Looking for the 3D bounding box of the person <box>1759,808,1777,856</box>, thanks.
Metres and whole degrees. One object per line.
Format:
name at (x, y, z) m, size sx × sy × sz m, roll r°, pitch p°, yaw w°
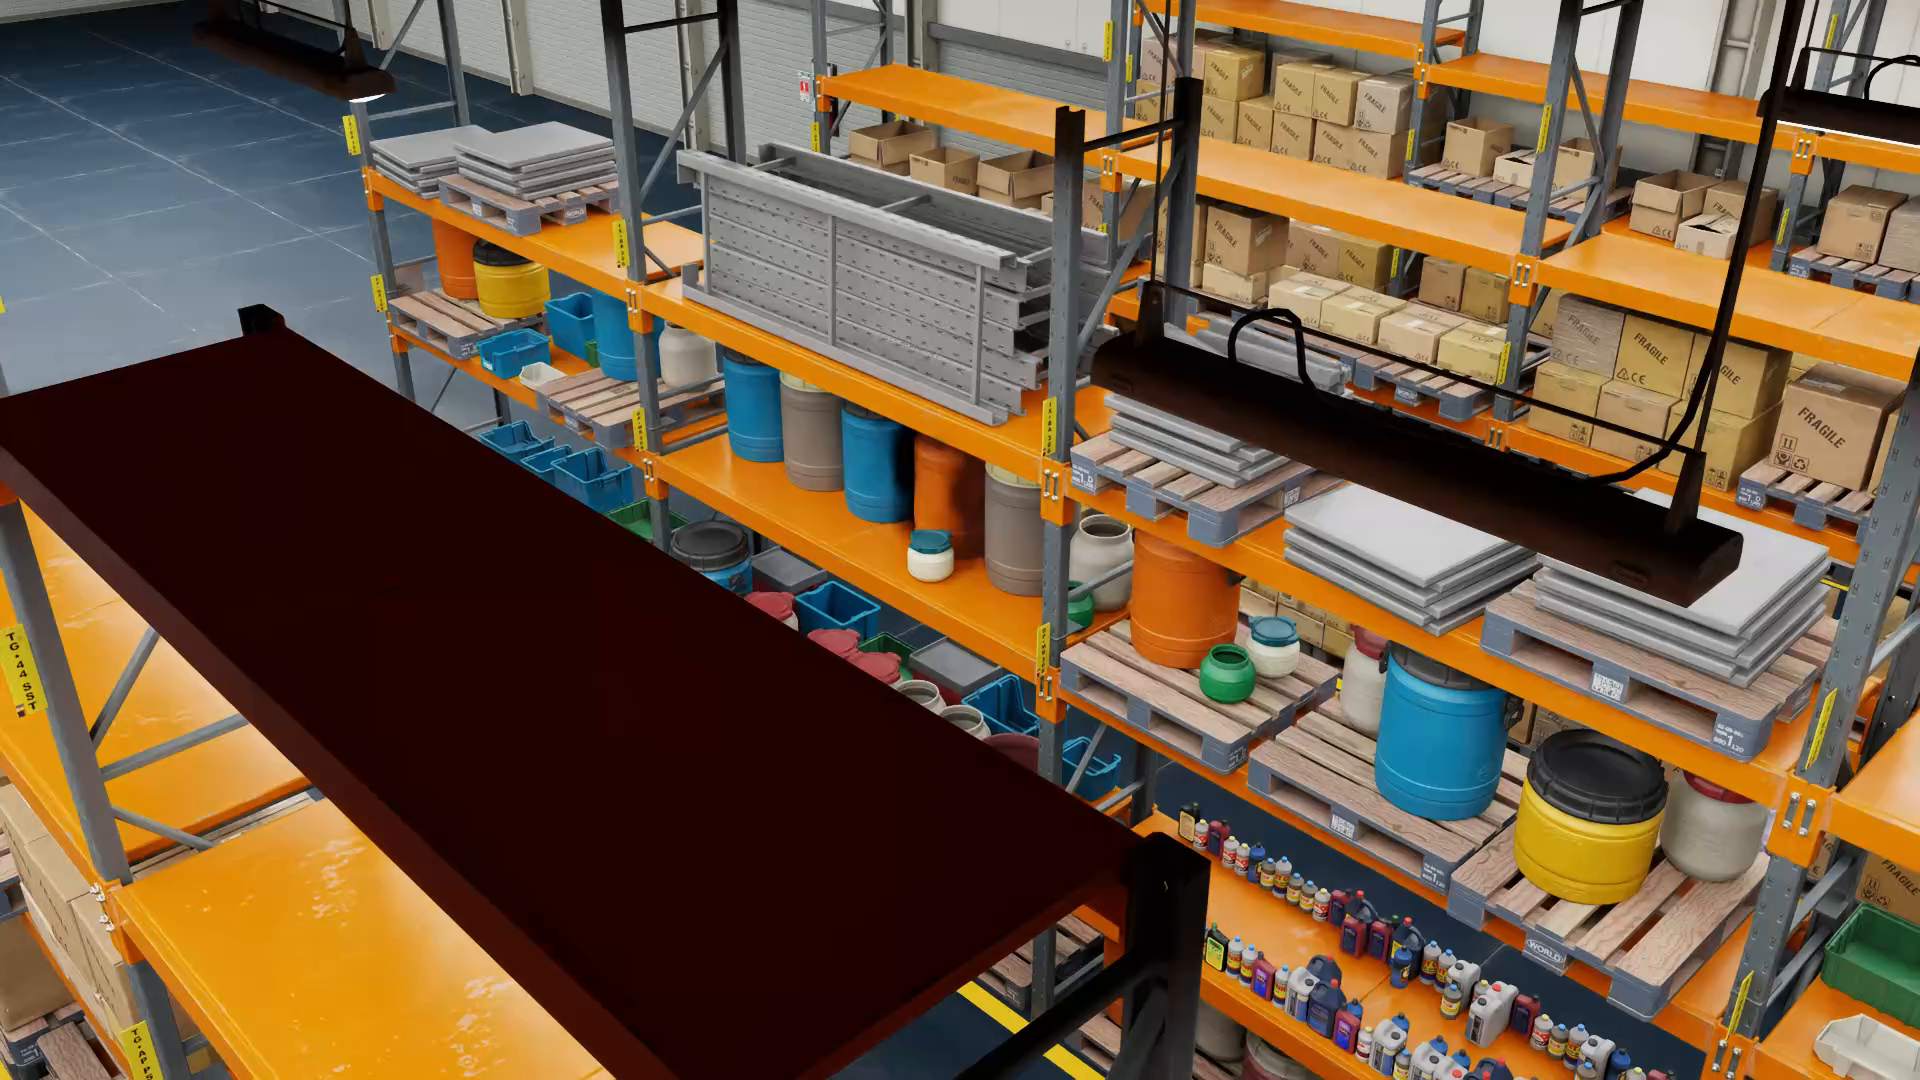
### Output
person at (5.227, 2.227, 10.970) m, size 0.462 × 1.647 × 0.568 m, roll 20°, pitch 34°, yaw 33°
